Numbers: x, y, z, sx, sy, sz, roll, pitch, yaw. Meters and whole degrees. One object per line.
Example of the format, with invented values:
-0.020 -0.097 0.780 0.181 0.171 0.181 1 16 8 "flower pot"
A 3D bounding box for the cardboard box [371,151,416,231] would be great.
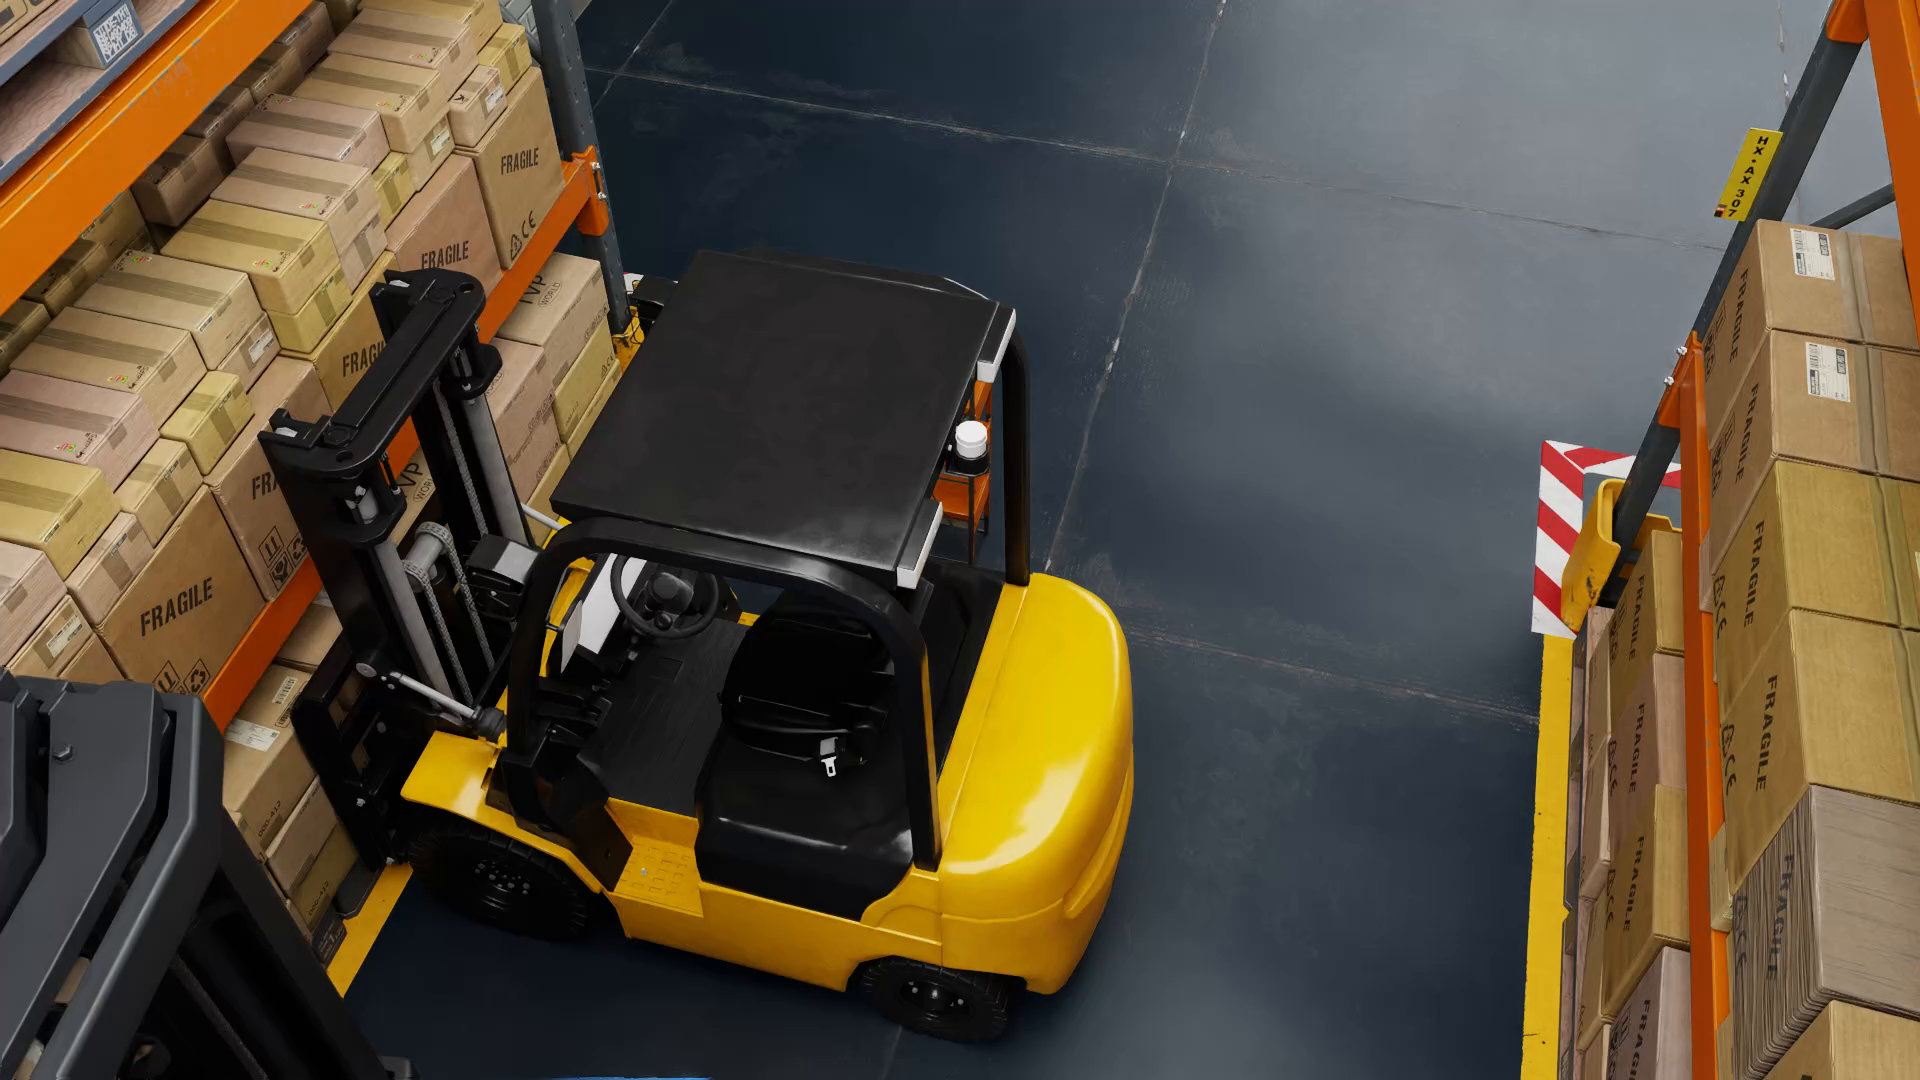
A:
-1.924 -1.093 5.133 0.380 0.149 0.250 11 50 10 "cardboard box"

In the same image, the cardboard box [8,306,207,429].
-2.233 -0.450 4.368 0.380 0.149 0.250 12 50 10 "cardboard box"

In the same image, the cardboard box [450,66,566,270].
-1.738 -1.320 5.766 0.500 0.500 0.500 11 49 9 "cardboard box"

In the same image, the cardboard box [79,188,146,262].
-2.602 -0.921 4.784 0.380 0.149 0.250 11 49 9 "cardboard box"

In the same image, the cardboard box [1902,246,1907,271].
3.004 -0.767 4.413 0.700 0.500 0.500 10 49 9 "cardboard box"

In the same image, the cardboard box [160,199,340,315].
-1.992 -0.797 4.674 0.380 0.149 0.250 12 50 11 "cardboard box"

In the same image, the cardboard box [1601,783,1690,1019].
2.170 1.092 4.758 0.500 0.500 0.500 12 50 11 "cardboard box"

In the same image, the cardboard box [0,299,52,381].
-2.657 -0.535 4.442 0.380 0.149 0.250 13 50 11 "cardboard box"

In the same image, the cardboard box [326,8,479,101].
-1.787 -1.555 5.343 0.380 0.149 0.250 12 50 10 "cardboard box"

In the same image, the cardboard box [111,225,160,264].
-2.608 -0.832 4.903 0.380 0.149 0.250 13 50 11 "cardboard box"

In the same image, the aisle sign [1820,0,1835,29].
2.646 -1.684 4.420 0.394 0.787 0.004 12 50 10 "aisle sign"

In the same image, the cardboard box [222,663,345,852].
-2.220 0.621 5.007 0.500 0.250 0.500 13 50 11 "cardboard box"

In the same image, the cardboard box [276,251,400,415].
-2.018 -0.575 5.109 0.500 0.500 0.500 11 49 9 "cardboard box"

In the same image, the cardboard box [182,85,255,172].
-2.393 -1.287 5.107 0.380 0.149 0.250 12 50 10 "cardboard box"

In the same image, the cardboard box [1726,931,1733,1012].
2.026 1.052 3.908 0.380 0.149 0.250 11 49 9 "cardboard box"

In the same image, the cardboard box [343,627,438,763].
-2.081 0.424 5.514 0.500 0.250 0.500 11 50 10 "cardboard box"

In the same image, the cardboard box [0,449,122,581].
-2.295 -0.071 4.033 0.380 0.149 0.250 11 49 9 "cardboard box"

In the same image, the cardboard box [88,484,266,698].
-2.292 0.150 4.469 0.500 0.500 0.500 11 50 10 "cardboard box"

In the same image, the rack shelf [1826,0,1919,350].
2.402 -0.025 3.170 1.077 0.370 4.000 12 50 10 "rack shelf"

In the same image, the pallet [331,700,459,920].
-2.345 0.670 5.937 1.003 0.211 1.213 12 50 10 "pallet"

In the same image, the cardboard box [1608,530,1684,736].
2.443 0.352 5.412 0.500 0.500 0.500 10 49 9 "cardboard box"

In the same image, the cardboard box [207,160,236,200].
-2.407 -1.193 5.222 0.380 0.149 0.250 10 49 9 "cardboard box"

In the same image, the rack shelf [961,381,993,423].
-0.014 -0.489 6.036 0.215 0.259 0.240 12 50 10 "rack shelf"

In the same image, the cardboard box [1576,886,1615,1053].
2.176 1.347 5.033 0.500 0.250 0.500 15 50 13 "cardboard box"

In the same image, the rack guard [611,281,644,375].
-1.855 -0.884 7.116 1.175 0.500 0.348 12 50 10 "rack guard"

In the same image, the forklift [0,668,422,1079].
-2.033 1.395 3.483 3.031 2.935 1.130 6 49 5 "forklift"

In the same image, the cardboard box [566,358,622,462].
-1.680 -0.521 6.682 0.500 0.250 0.500 12 50 10 "cardboard box"

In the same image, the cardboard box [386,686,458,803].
-2.076 0.577 5.713 0.500 0.250 0.500 13 50 11 "cardboard box"

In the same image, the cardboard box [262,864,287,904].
-2.358 1.151 4.873 0.500 0.250 0.500 11 50 10 "cardboard box"

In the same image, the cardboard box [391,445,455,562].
-1.934 -0.122 5.663 0.500 0.250 0.500 12 50 11 "cardboard box"

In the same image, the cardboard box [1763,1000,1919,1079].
1.881 1.300 3.256 0.500 0.500 0.500 13 50 11 "cardboard box"

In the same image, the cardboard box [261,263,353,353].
-1.996 -0.703 4.790 0.380 0.149 0.250 12 50 10 "cardboard box"

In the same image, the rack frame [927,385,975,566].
-0.046 -0.220 6.163 0.200 1.050 0.008 12 50 10 "rack frame"

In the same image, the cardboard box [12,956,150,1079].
-2.484 1.351 4.363 0.500 0.250 0.500 11 49 9 "cardboard box"

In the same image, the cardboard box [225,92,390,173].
-1.967 -1.195 5.025 0.380 0.149 0.250 12 50 10 "cardboard box"

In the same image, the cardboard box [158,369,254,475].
-2.150 -0.342 4.471 0.380 0.149 0.250 11 49 9 "cardboard box"

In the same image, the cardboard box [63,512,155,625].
-2.261 0.038 4.135 0.380 0.149 0.250 11 50 10 "cardboard box"

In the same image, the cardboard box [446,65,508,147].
-1.721 -1.445 5.444 0.380 0.149 0.250 12 50 11 "cardboard box"

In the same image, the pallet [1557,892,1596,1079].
2.337 1.721 5.010 1.003 0.211 1.213 12 50 10 "pallet"

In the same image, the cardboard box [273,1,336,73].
-2.286 -1.660 5.435 0.380 0.149 0.250 13 50 11 "cardboard box"

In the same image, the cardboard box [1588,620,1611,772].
2.449 0.582 5.708 0.500 0.250 0.500 11 50 10 "cardboard box"

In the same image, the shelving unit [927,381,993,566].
-0.014 -0.309 6.241 0.215 1.050 0.252 12 50 10 "shelving unit"

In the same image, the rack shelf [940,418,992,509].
-0.014 -0.302 6.249 0.215 0.259 0.240 12 50 10 "rack shelf"

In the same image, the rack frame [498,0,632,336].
-1.861 -1.694 6.164 1.000 3.000 0.127 12 50 10 "rack frame"

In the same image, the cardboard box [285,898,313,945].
-2.349 1.315 5.061 0.500 0.250 0.500 11 49 9 "cardboard box"

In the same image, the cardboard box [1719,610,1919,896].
2.144 0.552 3.916 0.500 0.500 0.500 11 49 9 "cardboard box"

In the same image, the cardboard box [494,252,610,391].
-1.682 -0.860 6.314 0.500 0.250 0.500 13 50 11 "cardboard box"

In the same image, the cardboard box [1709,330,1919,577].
2.403 -0.186 4.567 0.500 0.500 0.500 13 50 11 "cardboard box"

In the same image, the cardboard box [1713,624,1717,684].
2.291 0.300 4.571 0.380 0.149 0.250 13 50 11 "cardboard box"

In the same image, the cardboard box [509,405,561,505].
-1.830 -0.314 6.166 0.500 0.250 0.500 11 50 10 "cardboard box"

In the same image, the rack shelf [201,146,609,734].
-2.388 -0.010 5.156 1.077 0.370 4.000 12 50 10 "rack shelf"
